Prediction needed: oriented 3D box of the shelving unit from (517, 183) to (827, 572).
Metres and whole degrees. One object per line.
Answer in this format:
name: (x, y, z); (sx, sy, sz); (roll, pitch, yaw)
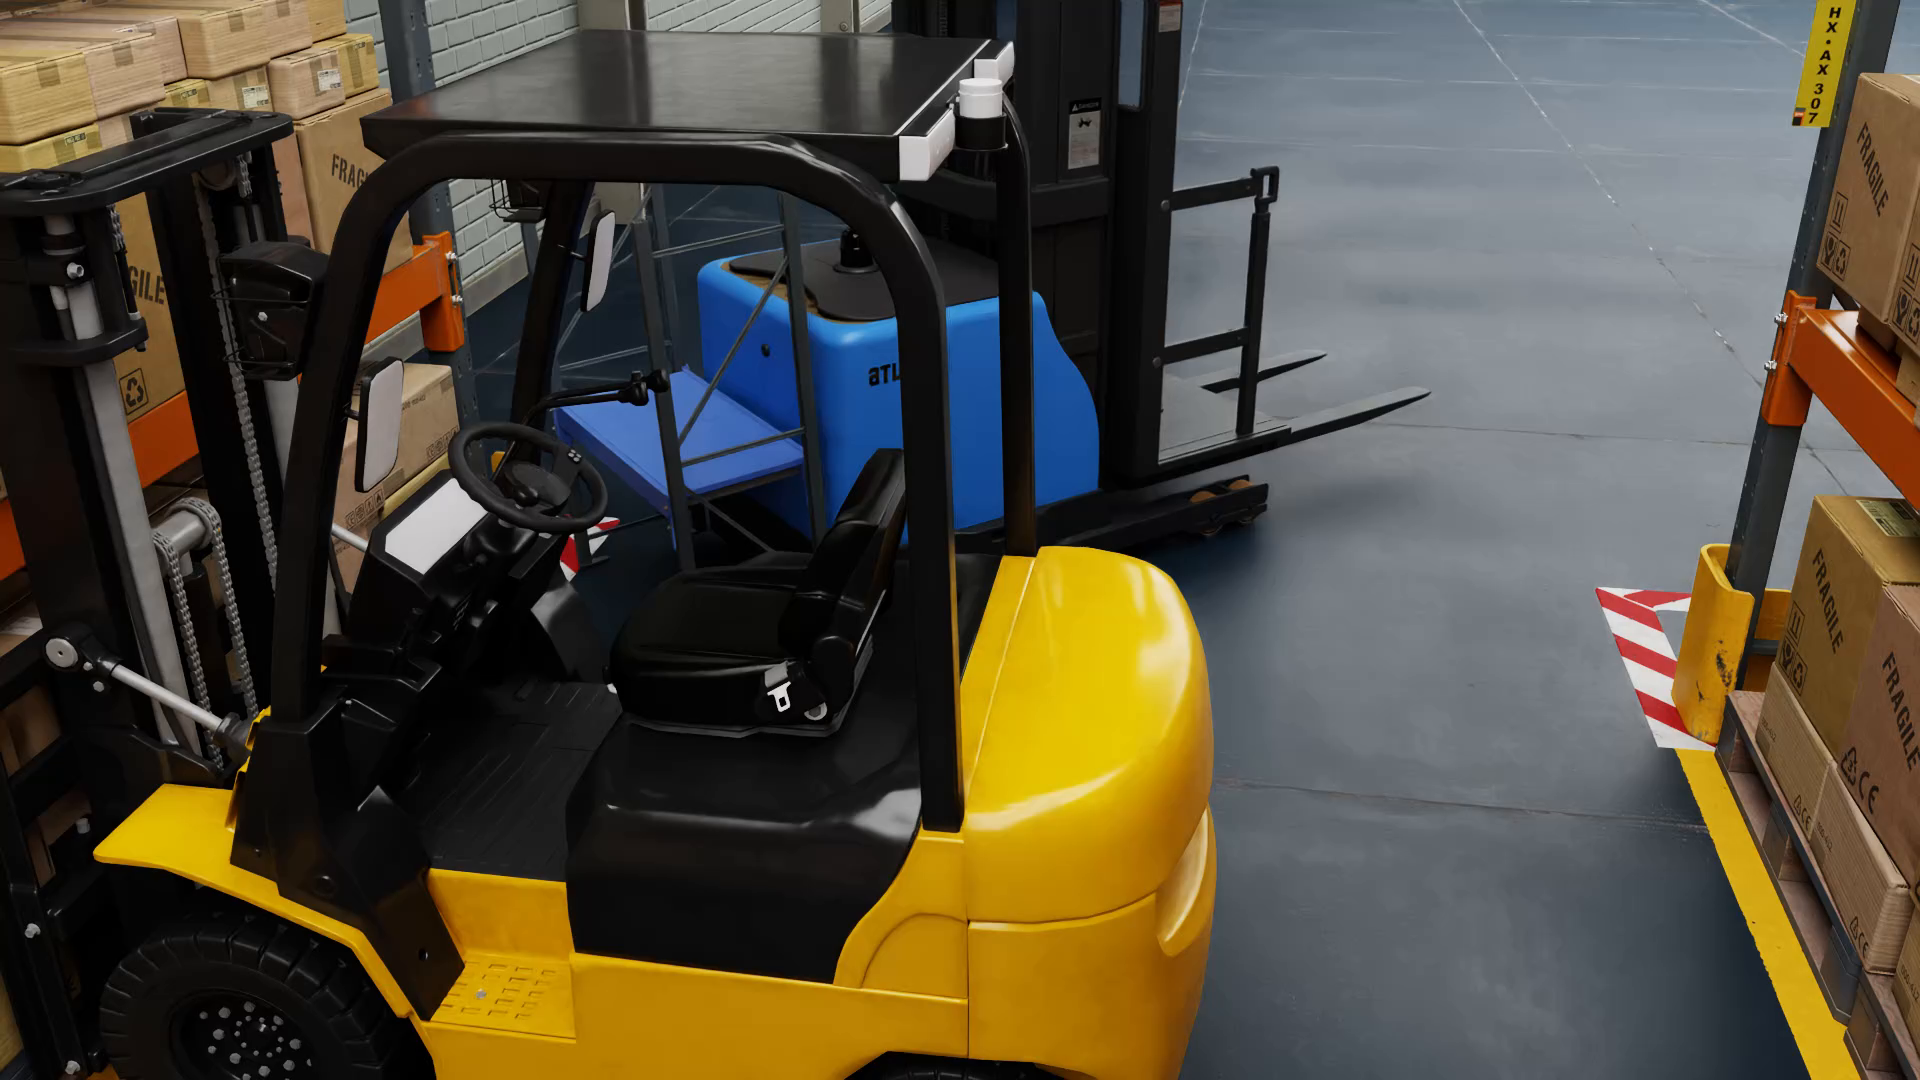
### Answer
shelving unit: (-0.932, -0.459, 5.427); (0.538, 1.500, 1.048); (-18, 31, -28)

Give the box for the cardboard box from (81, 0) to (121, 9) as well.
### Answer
cardboard box: (-2.468, -1.402, 4.472); (0.380, 0.149, 0.250); (5, 26, 10)

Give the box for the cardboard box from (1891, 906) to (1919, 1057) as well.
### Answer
cardboard box: (2.228, 0.997, 3.329); (0.500, 0.250, 0.500); (6, 26, 12)

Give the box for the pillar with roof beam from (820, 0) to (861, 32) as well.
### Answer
pillar with roof beam: (3.108, -8.369, 13.515); (9.100, 9.000, 0.400); (4, 25, 9)

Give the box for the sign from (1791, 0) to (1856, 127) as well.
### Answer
sign: (2.265, -1.248, 4.356); (0.100, 0.325, 0.005); (4, 25, 9)

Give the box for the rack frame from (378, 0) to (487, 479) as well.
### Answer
rack frame: (-2.097, -1.160, 5.191); (1.000, 3.000, 0.127); (4, 25, 9)

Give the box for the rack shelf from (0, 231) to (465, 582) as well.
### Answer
rack shelf: (-2.424, 0.002, 3.556); (1.077, 0.370, 4.000); (4, 25, 9)

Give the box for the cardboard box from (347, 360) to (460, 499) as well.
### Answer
cardboard box: (-1.865, -0.344, 5.015); (0.500, 0.250, 0.500); (5, 26, 10)

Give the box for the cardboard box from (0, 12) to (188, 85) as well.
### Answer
cardboard box: (-2.087, -1.154, 3.943); (0.380, 0.149, 0.250); (4, 25, 9)

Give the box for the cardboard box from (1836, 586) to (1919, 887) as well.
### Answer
cardboard box: (2.311, 0.445, 3.625); (0.500, 0.500, 0.500); (3, 25, 7)

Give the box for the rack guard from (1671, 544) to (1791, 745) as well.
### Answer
rack guard: (2.788, 0.346, 4.921); (1.175, 0.500, 0.348); (4, 25, 9)

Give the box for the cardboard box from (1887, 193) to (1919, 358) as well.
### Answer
cardboard box: (2.368, -0.602, 3.530); (0.500, 0.500, 0.500); (5, 26, 10)

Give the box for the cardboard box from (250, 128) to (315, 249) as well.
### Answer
cardboard box: (-2.012, -0.765, 4.229); (0.500, 0.500, 0.500); (5, 26, 10)

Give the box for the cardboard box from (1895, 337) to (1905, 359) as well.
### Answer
cardboard box: (2.514, -0.470, 4.012); (0.380, 0.149, 0.250); (4, 25, 9)

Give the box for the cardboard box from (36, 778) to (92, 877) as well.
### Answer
cardboard box: (-2.110, 0.529, 3.740); (0.500, 0.250, 0.500); (4, 25, 8)

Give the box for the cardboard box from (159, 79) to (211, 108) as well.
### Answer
cardboard box: (-2.044, -1.019, 4.005); (0.380, 0.149, 0.250); (4, 25, 8)

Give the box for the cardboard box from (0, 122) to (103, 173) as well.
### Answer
cardboard box: (-2.063, -0.797, 3.531); (0.380, 0.149, 0.250); (4, 25, 9)

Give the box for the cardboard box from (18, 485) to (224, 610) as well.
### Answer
cardboard box: (-2.015, 0.082, 4.105); (0.500, 0.250, 0.500); (4, 25, 9)

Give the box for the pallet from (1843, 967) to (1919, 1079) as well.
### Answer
pallet: (2.419, 1.323, 3.175); (1.003, 0.211, 1.213); (4, 25, 9)

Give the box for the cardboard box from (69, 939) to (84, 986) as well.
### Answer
cardboard box: (-2.106, 0.748, 3.862); (0.500, 0.250, 0.500); (5, 26, 10)

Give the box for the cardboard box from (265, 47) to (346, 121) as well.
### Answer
cardboard box: (-1.890, -1.226, 4.448); (0.380, 0.149, 0.250); (4, 25, 9)

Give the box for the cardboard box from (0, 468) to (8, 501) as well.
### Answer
cardboard box: (-2.167, -0.340, 3.320); (0.500, 0.500, 0.500); (4, 25, 9)

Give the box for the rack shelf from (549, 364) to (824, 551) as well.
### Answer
rack shelf: (-0.923, -0.299, 5.508); (0.538, 0.185, 1.000); (-18, 31, -28)

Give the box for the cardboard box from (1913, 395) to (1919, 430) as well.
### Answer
cardboard box: (2.303, -0.262, 3.567); (0.380, 0.149, 0.250); (4, 25, 9)

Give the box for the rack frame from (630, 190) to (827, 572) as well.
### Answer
rack frame: (-0.658, -0.277, 5.039); (0.500, 1.500, 0.032); (-18, 31, -28)

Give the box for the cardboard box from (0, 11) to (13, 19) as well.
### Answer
cardboard box: (-2.523, -1.187, 4.015); (0.380, 0.149, 0.250); (4, 25, 9)

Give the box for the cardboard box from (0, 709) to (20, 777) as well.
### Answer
cardboard box: (-2.199, 0.512, 3.186); (0.500, 0.250, 0.500); (5, 26, 10)

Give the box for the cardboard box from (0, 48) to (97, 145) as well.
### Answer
cardboard box: (-2.057, -0.929, 3.462); (0.380, 0.149, 0.250); (5, 25, 10)

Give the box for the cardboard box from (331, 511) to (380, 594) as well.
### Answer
cardboard box: (-1.961, 0.103, 4.651); (0.500, 0.250, 0.500); (4, 25, 8)

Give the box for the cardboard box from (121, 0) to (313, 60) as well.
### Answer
cardboard box: (-1.957, -1.364, 4.393); (0.380, 0.149, 0.250); (4, 25, 9)

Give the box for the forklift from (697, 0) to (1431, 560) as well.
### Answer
forklift: (0.572, -1.511, 6.021); (3.031, 2.935, 1.130); (-16, 30, -31)

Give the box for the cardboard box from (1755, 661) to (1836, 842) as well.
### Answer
cardboard box: (2.396, 0.555, 4.273); (0.500, 0.250, 0.500); (4, 25, 8)
